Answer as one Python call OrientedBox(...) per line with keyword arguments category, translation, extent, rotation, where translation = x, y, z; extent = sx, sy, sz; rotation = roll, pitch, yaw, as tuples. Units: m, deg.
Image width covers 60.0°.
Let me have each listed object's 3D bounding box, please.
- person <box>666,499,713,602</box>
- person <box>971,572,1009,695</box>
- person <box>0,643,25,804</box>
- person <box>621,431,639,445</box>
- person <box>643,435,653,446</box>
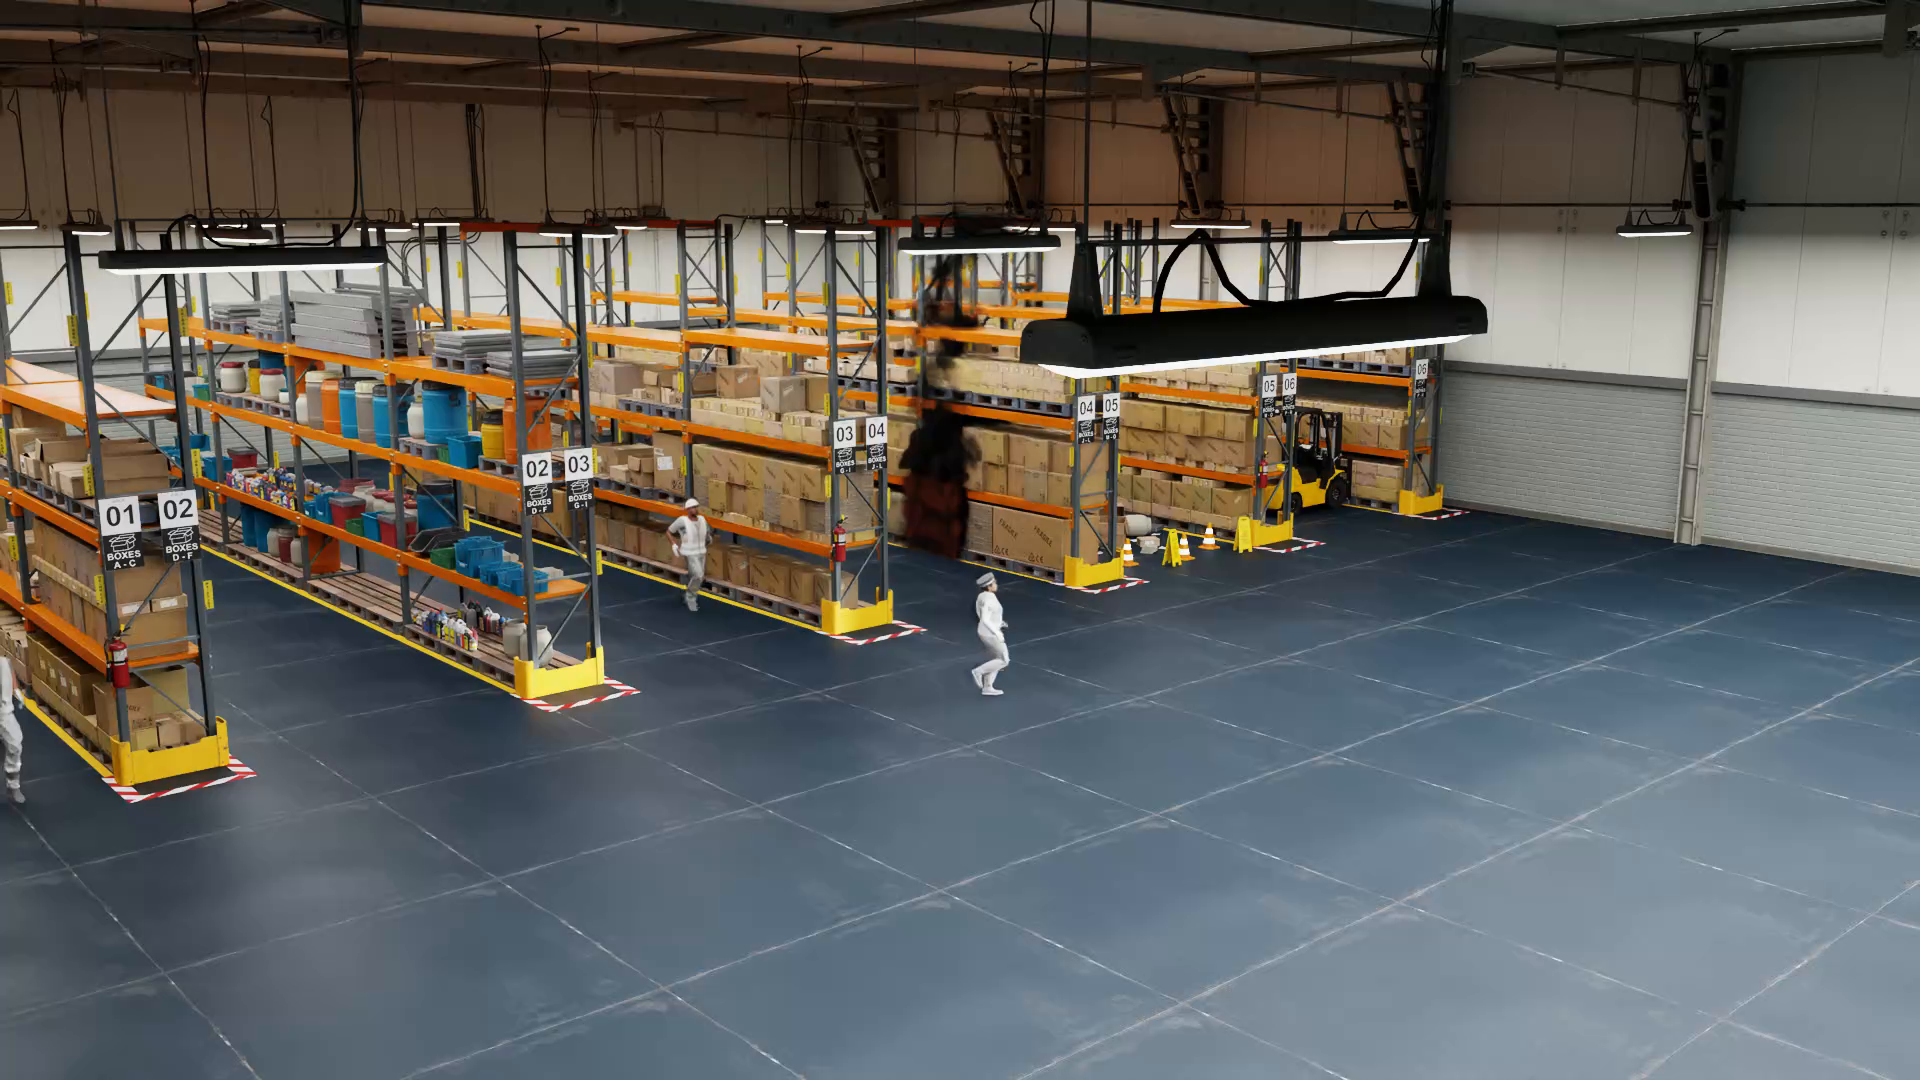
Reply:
OrientedBox(category="person", translation=(-4.168, 0.184, 26.154), extent=(0.703, 1.673, 0.655), rotation=(9, 15, 39))
OrientedBox(category="person", translation=(0.383, 1.228, 21.648), extent=(0.552, 1.644, 0.614), rotation=(-3, 12, -14))
OrientedBox(category="person", translation=(-10.377, 1.920, 17.891), extent=(0.751, 1.860, 0.689), rotation=(7, 13, 31))
OrientedBox(category="person", translation=(-8.178, -2.716, 41.406), extent=(0.680, 1.587, 0.730), rotation=(-1, 11, -4))
OrientedBox(category="person", translation=(-7.806, -2.927, 42.157), extent=(0.595, 1.697, 0.661), rotation=(-9, 15, -38))
